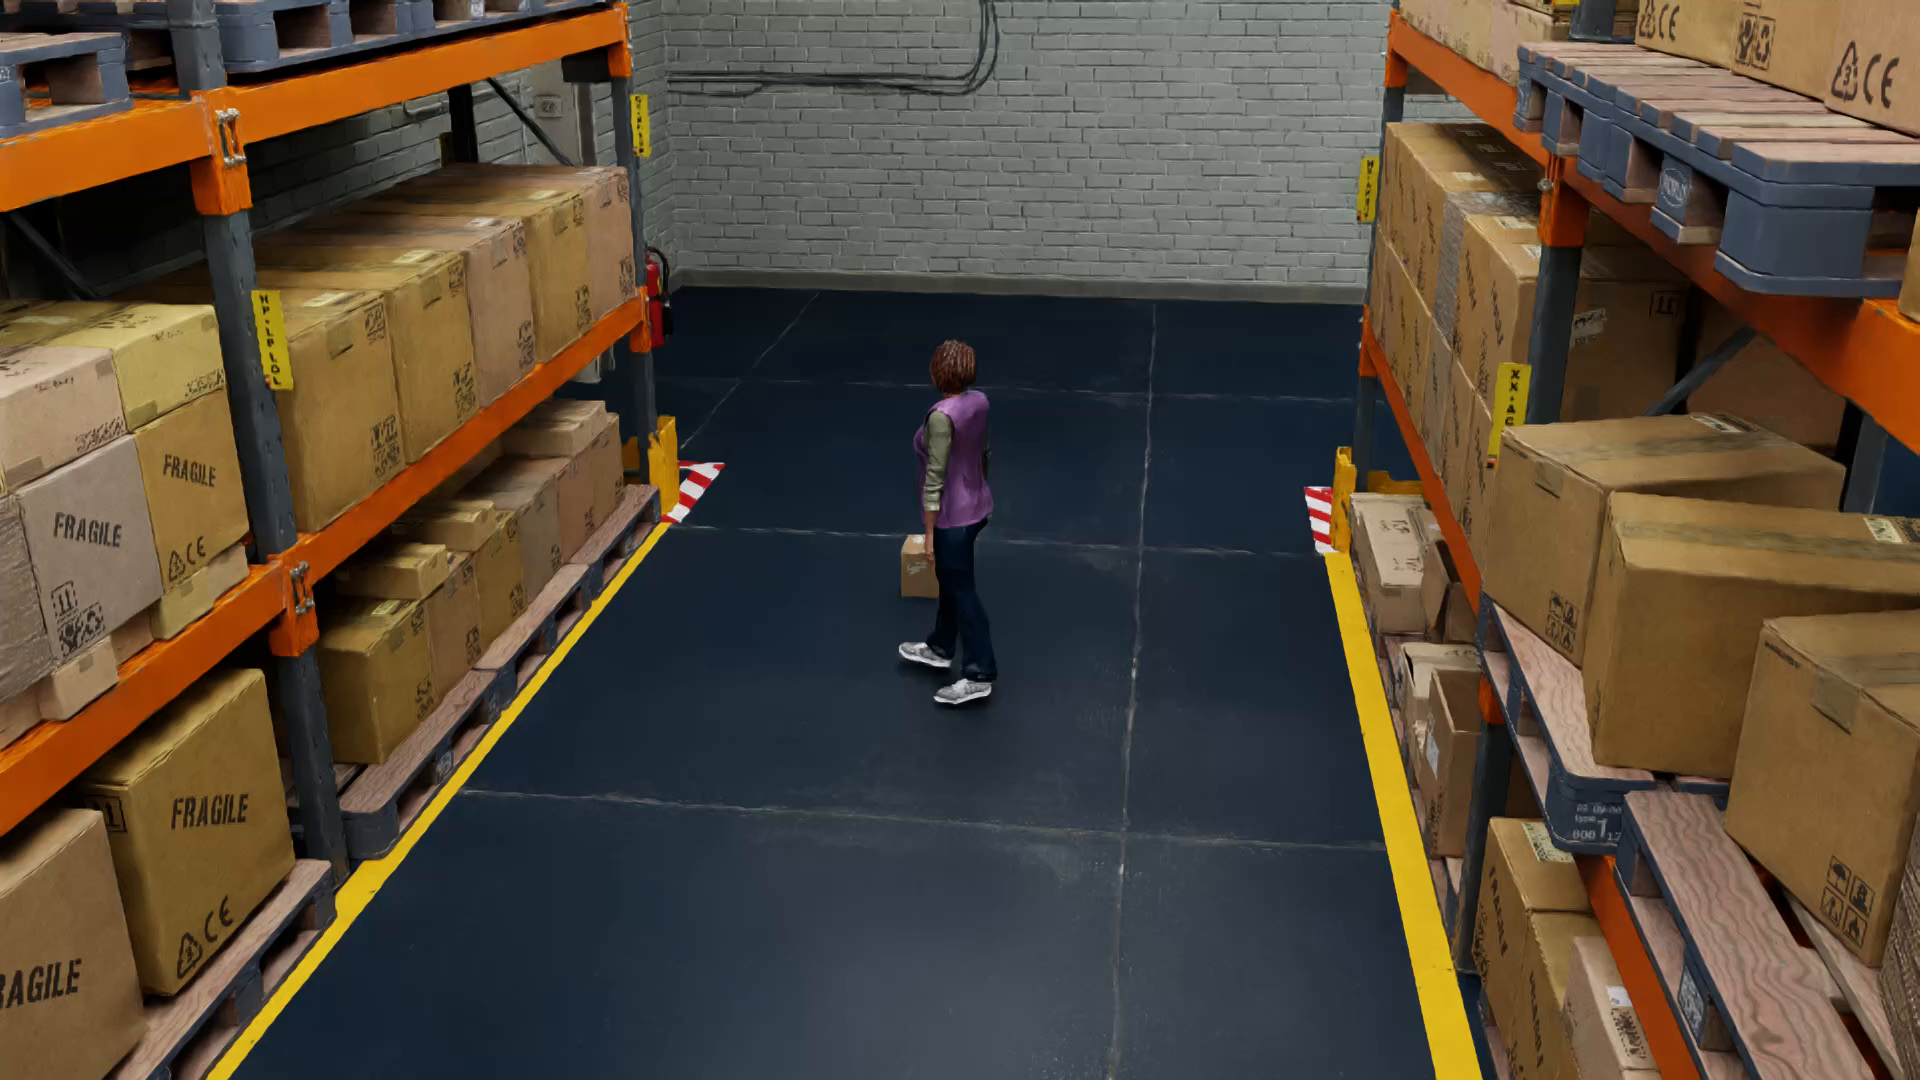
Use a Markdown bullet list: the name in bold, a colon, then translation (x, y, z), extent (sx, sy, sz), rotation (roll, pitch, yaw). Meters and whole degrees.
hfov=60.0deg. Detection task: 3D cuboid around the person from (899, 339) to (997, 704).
- **person**: translation (-0.059, -0.110, 7.346), extent (0.572, 1.576, 0.604), rotation (9, 23, 22)
